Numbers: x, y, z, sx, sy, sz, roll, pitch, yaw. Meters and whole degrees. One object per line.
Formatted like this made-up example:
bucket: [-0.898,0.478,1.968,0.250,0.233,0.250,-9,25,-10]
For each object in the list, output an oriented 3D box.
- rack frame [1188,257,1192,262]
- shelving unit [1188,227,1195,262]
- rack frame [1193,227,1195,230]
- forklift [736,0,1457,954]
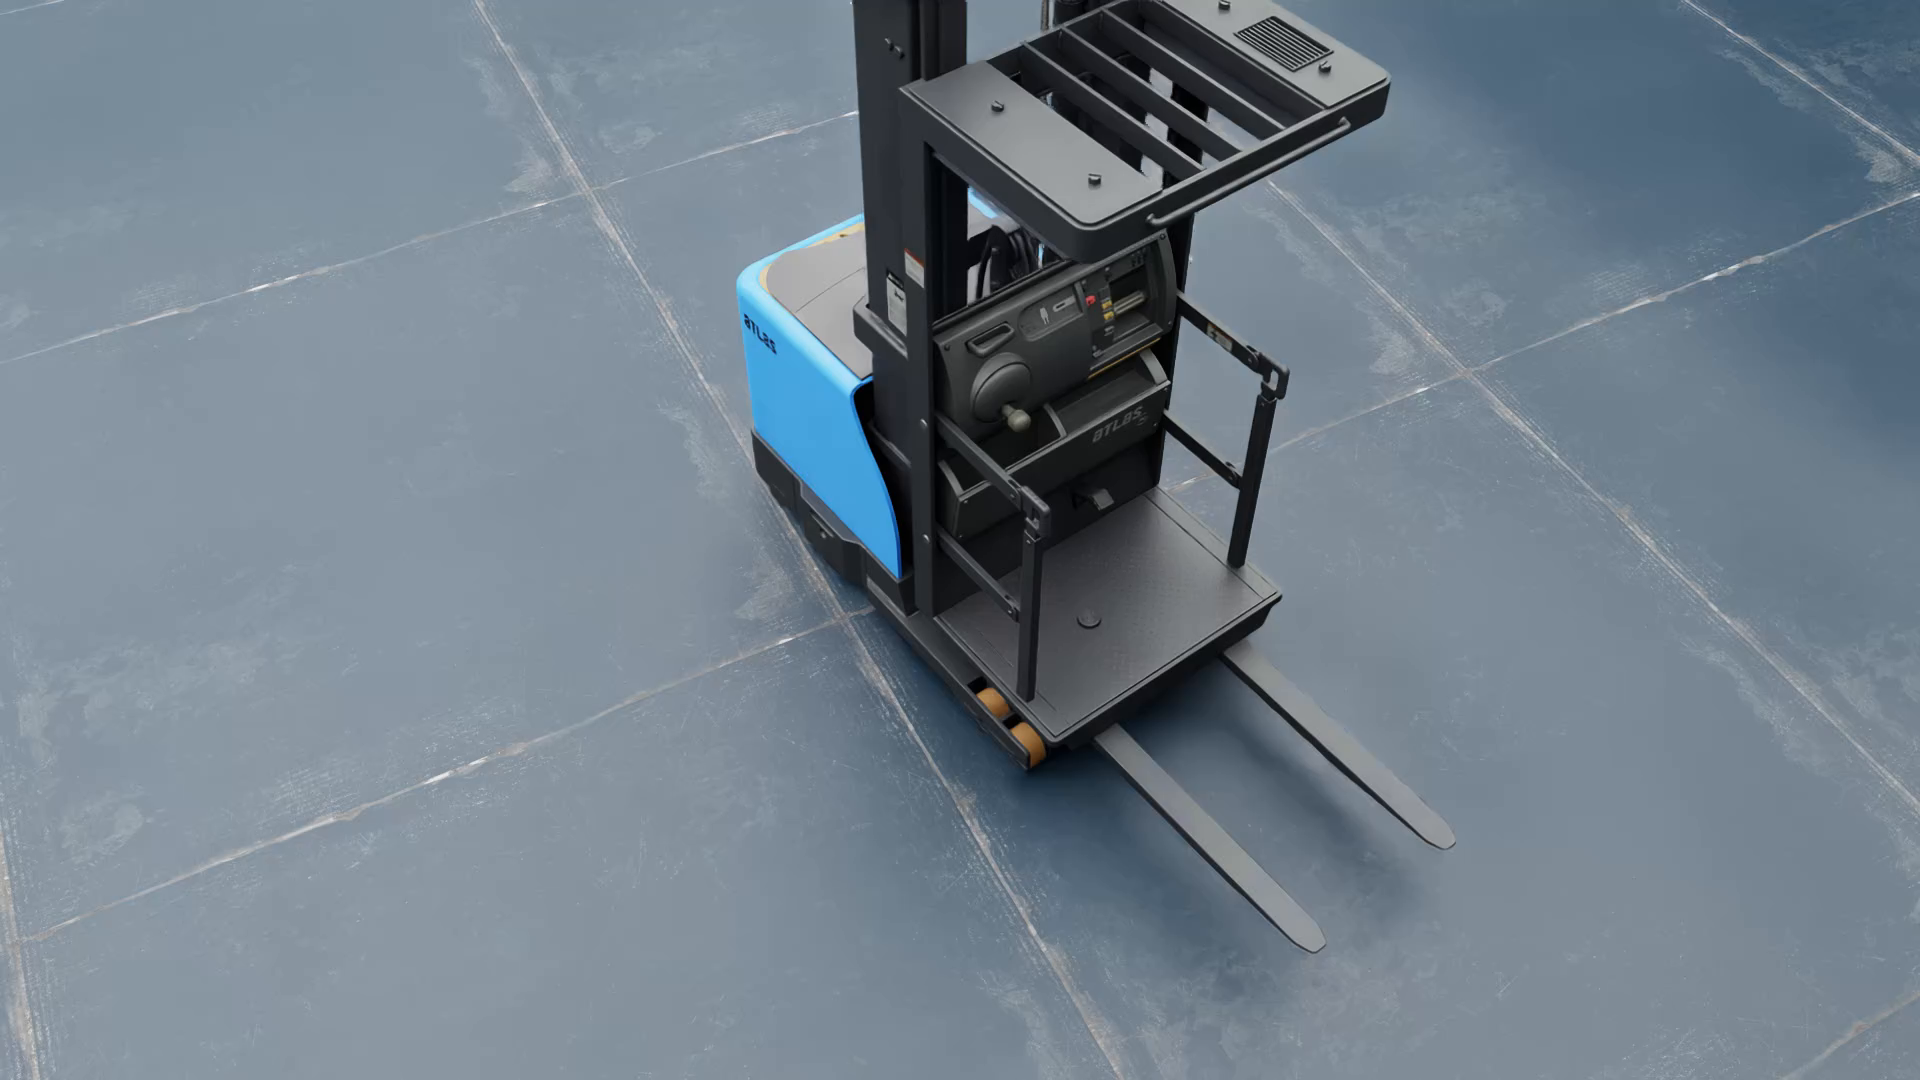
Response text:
rack frame: [0.492,-1.137,7.586,1.200,0.006,0.240,-25,54,-17]
shelving unit: [0.489,-1.194,7.515,1.200,0.189,0.258,-25,54,-17]
rack frame: [0.485,-1.252,7.445,1.200,0.006,0.240,-25,54,-17]
forklift: [0.455,-0.578,5.201,1.130,2.935,3.031,-30,55,-24]
